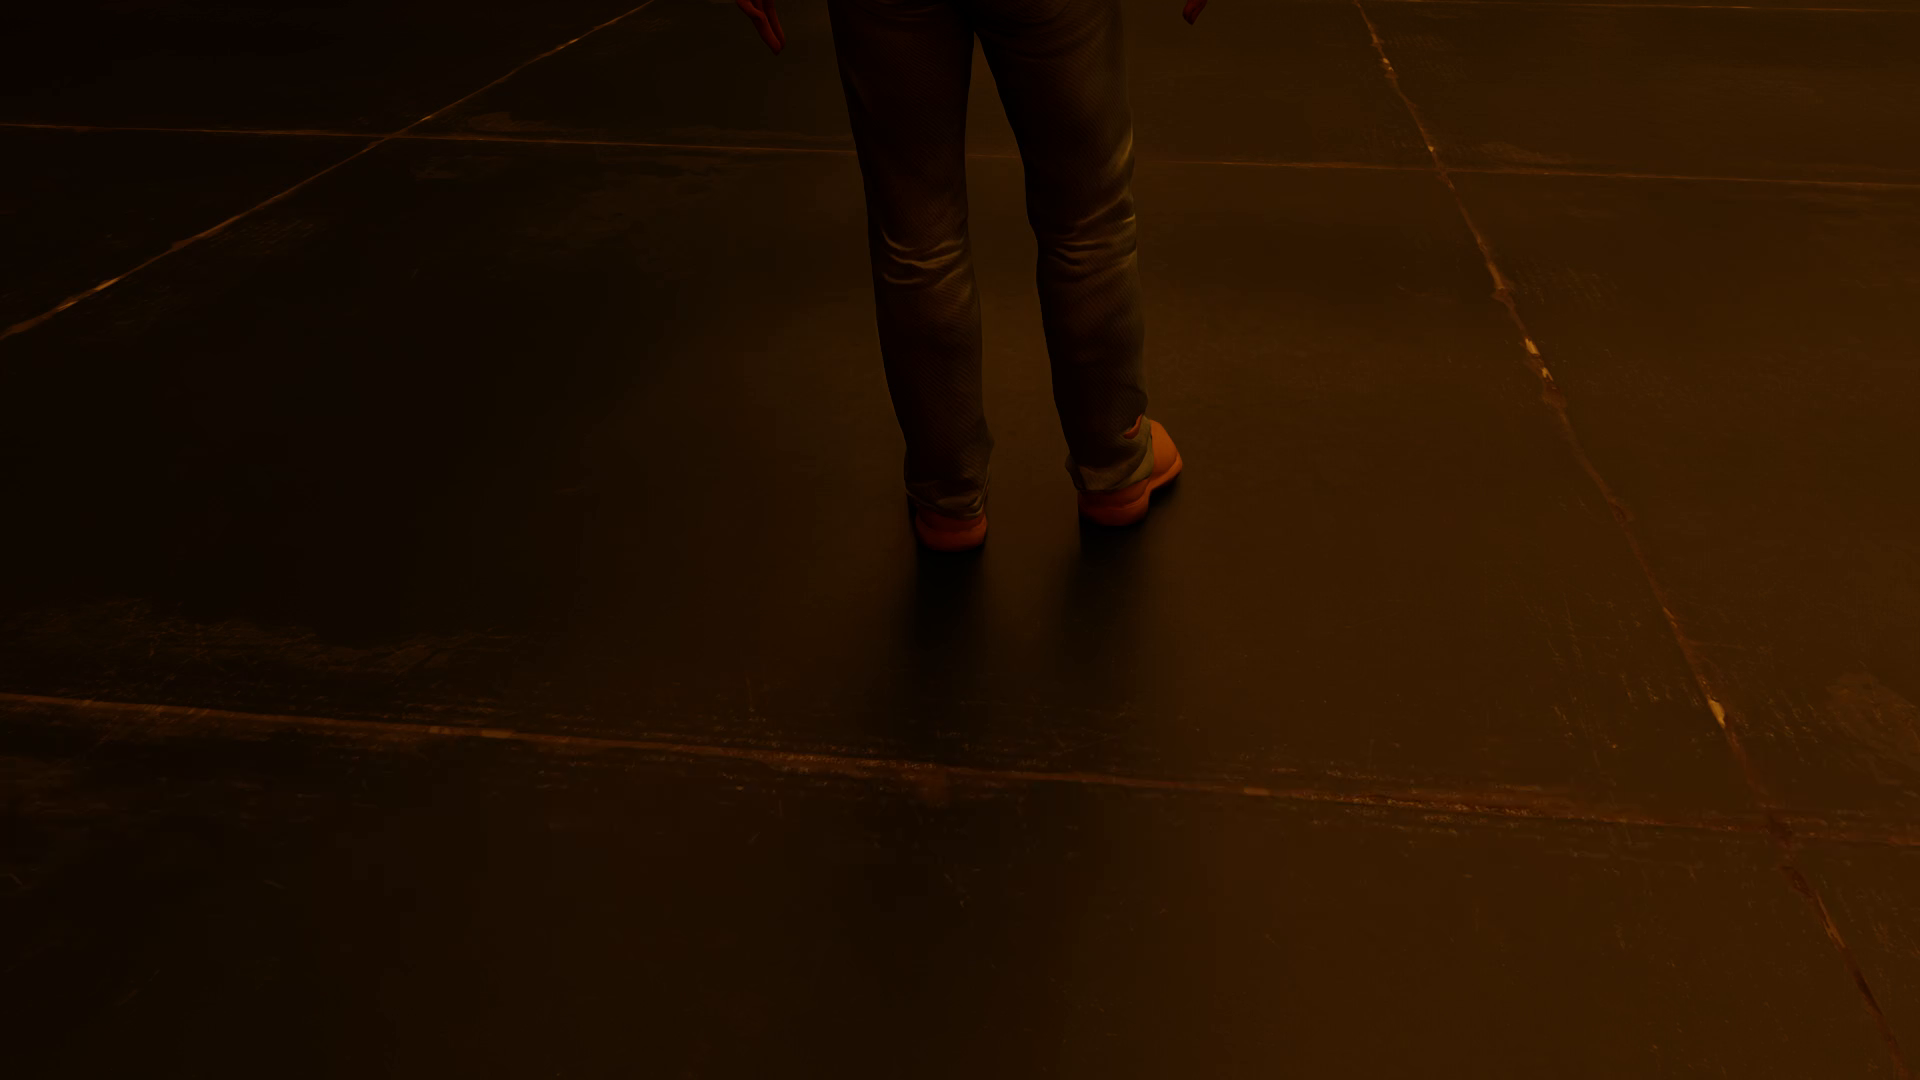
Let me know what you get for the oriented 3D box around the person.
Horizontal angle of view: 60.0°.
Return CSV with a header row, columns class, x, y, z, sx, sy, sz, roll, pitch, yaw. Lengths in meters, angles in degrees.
class,x,y,z,sx,sy,sz,roll,pitch,yaw
person,0.015,-0.828,2.164,0.665,1.767,0.576,3,27,7
